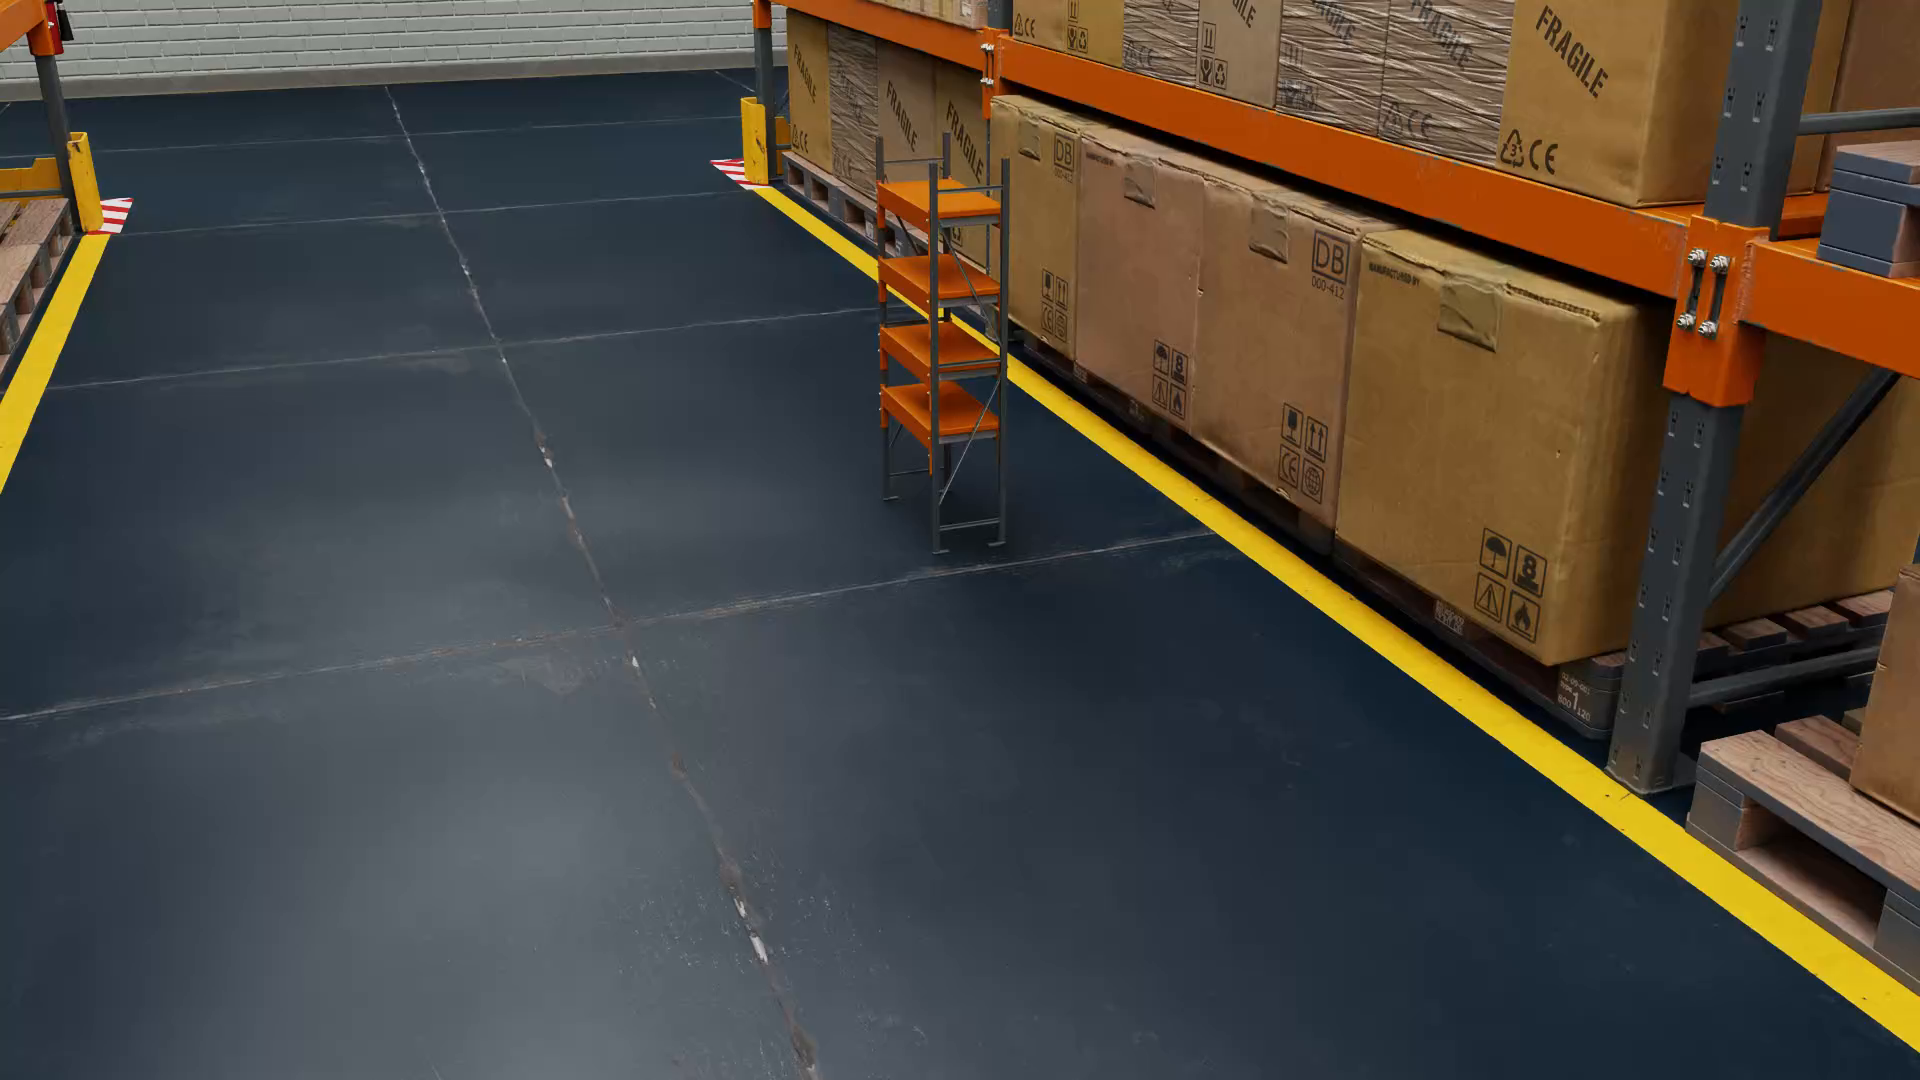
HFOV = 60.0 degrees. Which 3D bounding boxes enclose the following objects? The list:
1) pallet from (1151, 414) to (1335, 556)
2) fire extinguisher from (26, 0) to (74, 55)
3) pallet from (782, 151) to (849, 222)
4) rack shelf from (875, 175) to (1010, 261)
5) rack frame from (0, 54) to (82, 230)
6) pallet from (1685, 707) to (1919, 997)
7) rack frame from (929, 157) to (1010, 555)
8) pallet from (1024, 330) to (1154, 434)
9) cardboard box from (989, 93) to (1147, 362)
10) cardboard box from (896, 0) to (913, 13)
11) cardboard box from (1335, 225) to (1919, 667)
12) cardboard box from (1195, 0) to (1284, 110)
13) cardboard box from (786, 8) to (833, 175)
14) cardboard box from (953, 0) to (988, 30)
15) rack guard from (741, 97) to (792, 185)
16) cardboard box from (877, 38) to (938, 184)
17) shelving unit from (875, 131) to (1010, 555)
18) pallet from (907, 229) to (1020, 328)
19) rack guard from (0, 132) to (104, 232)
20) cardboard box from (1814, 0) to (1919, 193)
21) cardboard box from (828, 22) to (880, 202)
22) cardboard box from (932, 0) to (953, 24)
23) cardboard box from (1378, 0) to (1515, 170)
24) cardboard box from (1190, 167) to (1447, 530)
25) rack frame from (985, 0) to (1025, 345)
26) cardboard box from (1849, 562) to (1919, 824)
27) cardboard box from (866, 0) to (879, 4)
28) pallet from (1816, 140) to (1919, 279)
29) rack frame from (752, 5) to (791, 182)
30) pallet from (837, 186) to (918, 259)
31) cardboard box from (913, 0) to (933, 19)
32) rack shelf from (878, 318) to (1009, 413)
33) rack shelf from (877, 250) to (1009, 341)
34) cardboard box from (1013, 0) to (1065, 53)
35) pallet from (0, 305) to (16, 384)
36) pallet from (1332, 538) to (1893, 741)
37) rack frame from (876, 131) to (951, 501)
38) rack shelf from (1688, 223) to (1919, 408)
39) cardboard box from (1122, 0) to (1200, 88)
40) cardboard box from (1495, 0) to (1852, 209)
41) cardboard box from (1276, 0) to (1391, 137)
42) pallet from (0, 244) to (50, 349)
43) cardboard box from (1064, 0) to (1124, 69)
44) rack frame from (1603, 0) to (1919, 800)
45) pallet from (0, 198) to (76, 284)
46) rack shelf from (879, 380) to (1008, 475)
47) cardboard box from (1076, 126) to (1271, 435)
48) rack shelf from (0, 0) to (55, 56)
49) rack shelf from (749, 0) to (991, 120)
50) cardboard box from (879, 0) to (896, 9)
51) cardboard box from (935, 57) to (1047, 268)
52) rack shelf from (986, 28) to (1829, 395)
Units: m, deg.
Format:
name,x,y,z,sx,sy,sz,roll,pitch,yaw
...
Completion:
name,x,y,z,sx,sy,sz,roll,pitch,yaw
pallet,1.379,-0.330,5.760,1.003,0.211,1.213,-8,24,-19
fire extinguisher,-5.074,-3.012,9.114,0.296,0.674,0.183,-8,24,-19
pallet,-0.456,-2.217,10.239,1.003,0.211,1.213,-8,24,-19
rack shelf,-0.058,-0.975,5.007,0.258,0.148,0.480,-8,24,-19
rack frame,-5.446,-3.102,8.749,1.000,3.000,0.127,-8,24,-19
pallet,2.289,0.694,3.332,1.003,0.211,1.213,-8,24,-19
rack frame,0.028,-0.524,4.949,0.240,1.200,0.015,-8,24,-19
pallet,0.944,-0.774,6.814,1.003,0.211,1.213,-8,24,-19
cardboard box,0.846,-1.313,6.699,1.225,0.875,0.875,-8,24,-19
cardboard box,-0.086,-2.559,7.783,0.380,0.149,0.250,-8,24,-18
cardboard box,1.790,-0.343,4.397,1.225,0.875,0.875,-10,25,-21
cardboard box,1.072,-1.622,5.107,0.500,0.500,0.500,-8,24,-18
cardboard box,-0.511,-2.775,10.167,0.875,0.875,0.875,-8,24,-19
cardboard box,0.187,-2.279,7.118,0.380,0.149,0.250,-8,24,-19
rack guard,-0.820,-2.639,10.867,1.175,0.500,0.348,-8,24,-19
cardboard box,0.125,-2.121,8.615,0.875,0.875,0.875,-8,24,-19
shelving unit,-0.058,-0.613,5.160,0.258,1.200,0.503,-8,24,-19
pallet,0.406,-1.331,8.135,1.003,0.211,1.213,-8,24,-19
rack guard,-5.466,-1.958,9.251,1.175,0.500,0.348,-8,24,-19
cardboard box,2.097,-1.135,3.953,0.500,0.500,0.500,-8,24,-17
cardboard box,-0.190,-2.444,9.382,0.875,0.875,0.875,-8,24,-19
cardboard box,0.096,-2.372,7.340,0.380,0.149,0.250,-8,24,-18
cardboard box,1.437,-1.249,4.222,0.500,0.500,0.500,-9,24,-19
cardboard box,1.482,-0.668,5.168,1.225,0.875,0.875,-8,24,-19
rack frame,0.601,-2.329,6.913,1.000,3.000,0.127,-8,24,-19
cardboard box,2.270,0.315,3.294,0.700,0.500,0.500,-10,25,-22
cardboard box,-0.267,-2.746,8.226,0.380,0.149,0.250,-9,24,-20
pallet,2.366,-0.543,2.922,1.213,0.211,1.003,-8,24,-19
rack frame,-0.812,-3.782,10.361,1.000,3.000,0.127,-8,24,-19
pallet,-0.029,-1.775,9.189,1.003,0.211,1.213,-8,24,-19
cardboard box,0.005,-2.466,7.561,0.380,0.149,0.250,-9,24,-20
rack shelf,-0.058,-0.551,5.186,0.258,0.148,0.480,-8,24,-19
rack shelf,-0.058,-0.757,5.099,0.258,0.148,0.480,-8,24,-19
cardboard box,0.530,-2.173,6.416,0.500,0.500,0.500,-8,24,-19
pallet,-4.329,-0.626,6.463,1.003,0.211,1.213,-8,24,-19
pallet,1.806,0.113,4.710,1.003,0.211,1.213,-8,24,-19
rack frame,-0.145,-0.702,5.370,0.240,1.200,0.015,-8,24,-19
rack shelf,2.721,0.183,1.880,1.077,0.370,4.000,-8,24,-19
cardboard box,0.885,-1.809,5.551,0.500,0.500,0.500,-9,24,-20
cardboard box,1.608,-1.067,3.790,0.500,0.500,0.500,-8,24,-17
cardboard box,1.251,-1.437,4.668,0.500,0.500,0.500,-9,25,-21
pallet,-4.763,-1.070,7.517,1.003,0.211,1.213,-8,24,-19
cardboard box,0.708,-1.991,5.982,0.500,0.500,0.500,-8,24,-19
rack frame,2.014,-0.875,3.465,1.000,3.000,0.127,-8,24,-19
pallet,-5.191,-1.513,8.567,1.003,0.211,1.213,-8,24,-19
rack shelf,-0.058,-0.368,5.263,0.258,0.148,0.480,-8,24,-19
cardboard box,1.162,-0.989,5.929,1.225,0.875,0.875,-9,25,-21
rack shelf,-4.739,-2.044,7.164,1.077,0.370,4.000,-8,24,-19
rack shelf,-0.105,-2.724,8.777,1.077,0.370,4.000,-8,24,-19
cardboard box,-0.177,-2.653,8.005,0.380,0.149,0.250,-8,24,-18
cardboard box,0.443,-1.794,7.839,0.875,0.875,0.875,-8,24,-19
rack shelf,1.308,-1.270,5.328,1.077,0.370,4.000,-8,24,-19
